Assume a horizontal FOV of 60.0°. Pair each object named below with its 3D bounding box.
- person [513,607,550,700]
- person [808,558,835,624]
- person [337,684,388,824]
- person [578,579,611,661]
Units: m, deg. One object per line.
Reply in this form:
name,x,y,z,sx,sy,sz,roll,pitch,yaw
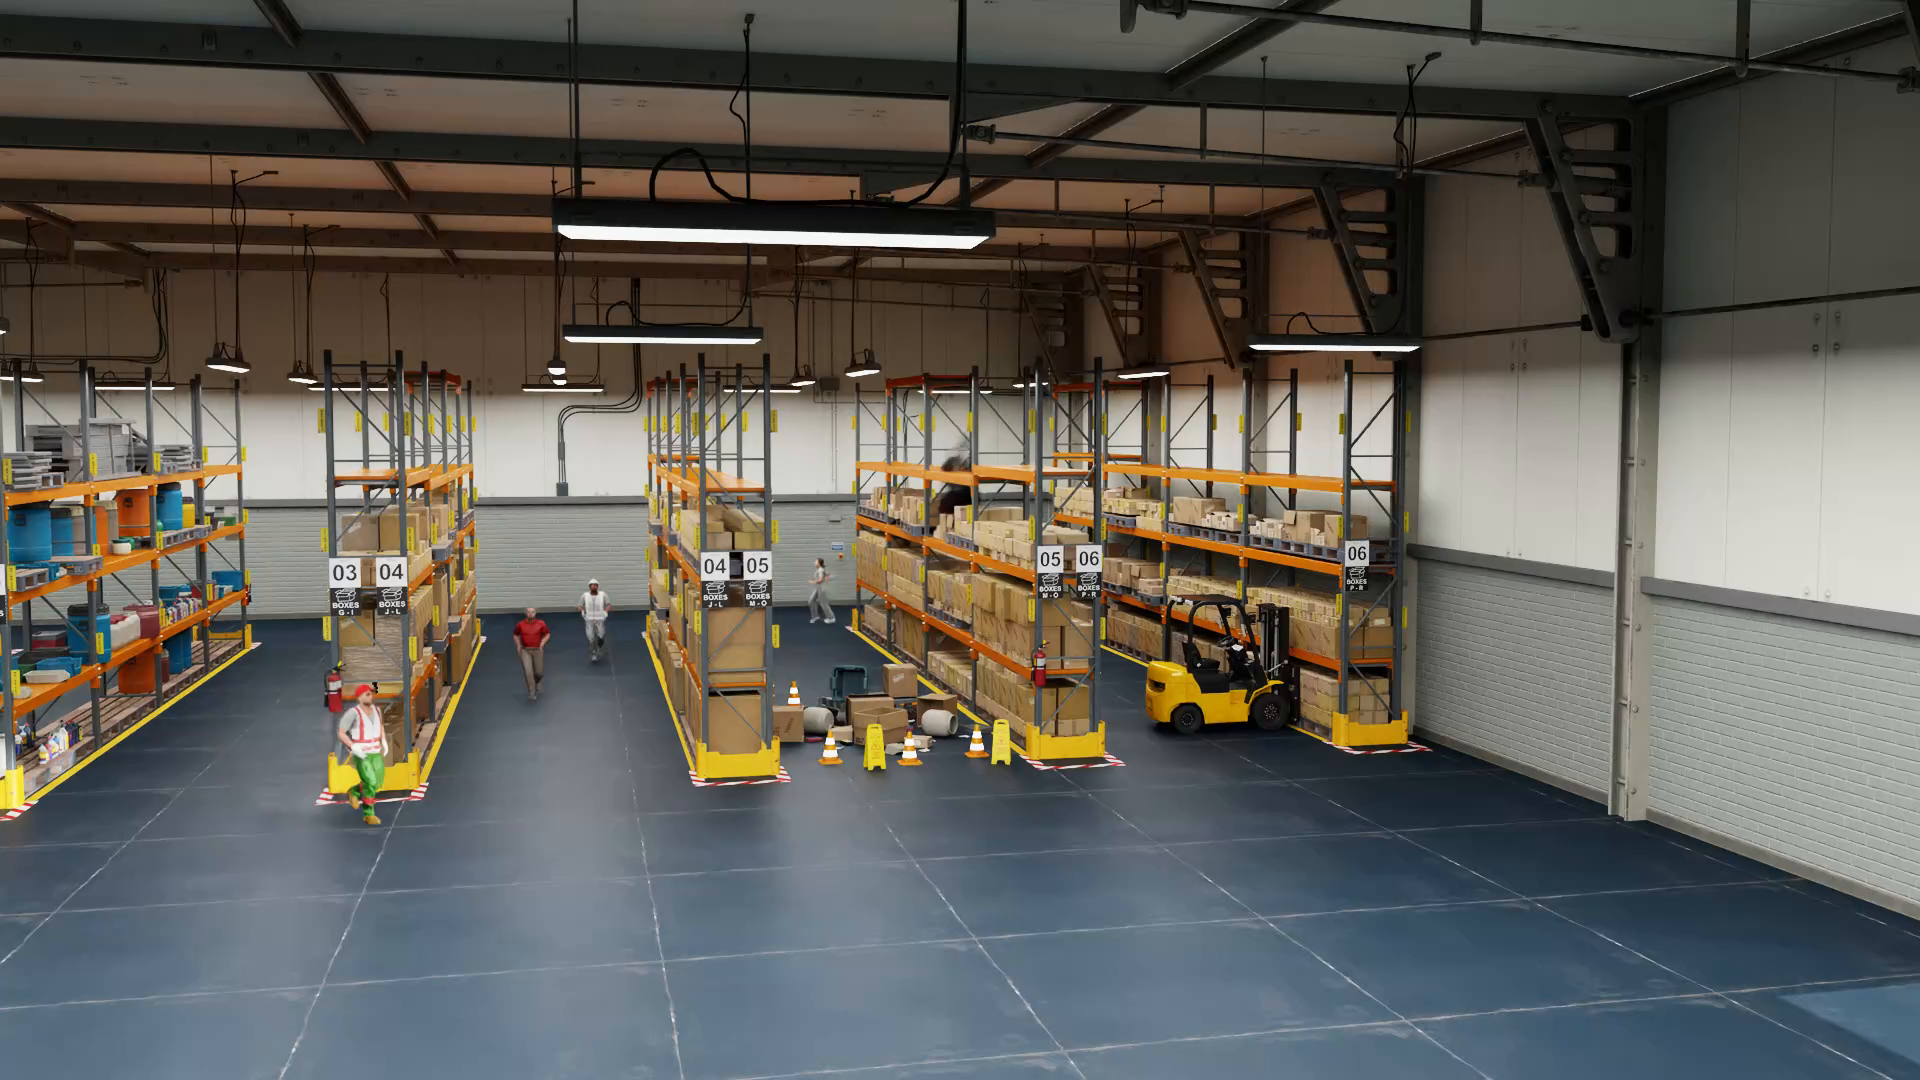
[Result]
person,-7.816,2.049,30.345,0.656,1.682,0.664,-1,4,-14
person,-3.451,1.279,41.498,0.706,1.663,0.555,-1,4,-10
person,-7.547,2.678,20.981,0.670,1.748,0.692,2,5,28
person,-7.720,1.689,35.122,0.676,1.735,0.611,-1,4,-11
